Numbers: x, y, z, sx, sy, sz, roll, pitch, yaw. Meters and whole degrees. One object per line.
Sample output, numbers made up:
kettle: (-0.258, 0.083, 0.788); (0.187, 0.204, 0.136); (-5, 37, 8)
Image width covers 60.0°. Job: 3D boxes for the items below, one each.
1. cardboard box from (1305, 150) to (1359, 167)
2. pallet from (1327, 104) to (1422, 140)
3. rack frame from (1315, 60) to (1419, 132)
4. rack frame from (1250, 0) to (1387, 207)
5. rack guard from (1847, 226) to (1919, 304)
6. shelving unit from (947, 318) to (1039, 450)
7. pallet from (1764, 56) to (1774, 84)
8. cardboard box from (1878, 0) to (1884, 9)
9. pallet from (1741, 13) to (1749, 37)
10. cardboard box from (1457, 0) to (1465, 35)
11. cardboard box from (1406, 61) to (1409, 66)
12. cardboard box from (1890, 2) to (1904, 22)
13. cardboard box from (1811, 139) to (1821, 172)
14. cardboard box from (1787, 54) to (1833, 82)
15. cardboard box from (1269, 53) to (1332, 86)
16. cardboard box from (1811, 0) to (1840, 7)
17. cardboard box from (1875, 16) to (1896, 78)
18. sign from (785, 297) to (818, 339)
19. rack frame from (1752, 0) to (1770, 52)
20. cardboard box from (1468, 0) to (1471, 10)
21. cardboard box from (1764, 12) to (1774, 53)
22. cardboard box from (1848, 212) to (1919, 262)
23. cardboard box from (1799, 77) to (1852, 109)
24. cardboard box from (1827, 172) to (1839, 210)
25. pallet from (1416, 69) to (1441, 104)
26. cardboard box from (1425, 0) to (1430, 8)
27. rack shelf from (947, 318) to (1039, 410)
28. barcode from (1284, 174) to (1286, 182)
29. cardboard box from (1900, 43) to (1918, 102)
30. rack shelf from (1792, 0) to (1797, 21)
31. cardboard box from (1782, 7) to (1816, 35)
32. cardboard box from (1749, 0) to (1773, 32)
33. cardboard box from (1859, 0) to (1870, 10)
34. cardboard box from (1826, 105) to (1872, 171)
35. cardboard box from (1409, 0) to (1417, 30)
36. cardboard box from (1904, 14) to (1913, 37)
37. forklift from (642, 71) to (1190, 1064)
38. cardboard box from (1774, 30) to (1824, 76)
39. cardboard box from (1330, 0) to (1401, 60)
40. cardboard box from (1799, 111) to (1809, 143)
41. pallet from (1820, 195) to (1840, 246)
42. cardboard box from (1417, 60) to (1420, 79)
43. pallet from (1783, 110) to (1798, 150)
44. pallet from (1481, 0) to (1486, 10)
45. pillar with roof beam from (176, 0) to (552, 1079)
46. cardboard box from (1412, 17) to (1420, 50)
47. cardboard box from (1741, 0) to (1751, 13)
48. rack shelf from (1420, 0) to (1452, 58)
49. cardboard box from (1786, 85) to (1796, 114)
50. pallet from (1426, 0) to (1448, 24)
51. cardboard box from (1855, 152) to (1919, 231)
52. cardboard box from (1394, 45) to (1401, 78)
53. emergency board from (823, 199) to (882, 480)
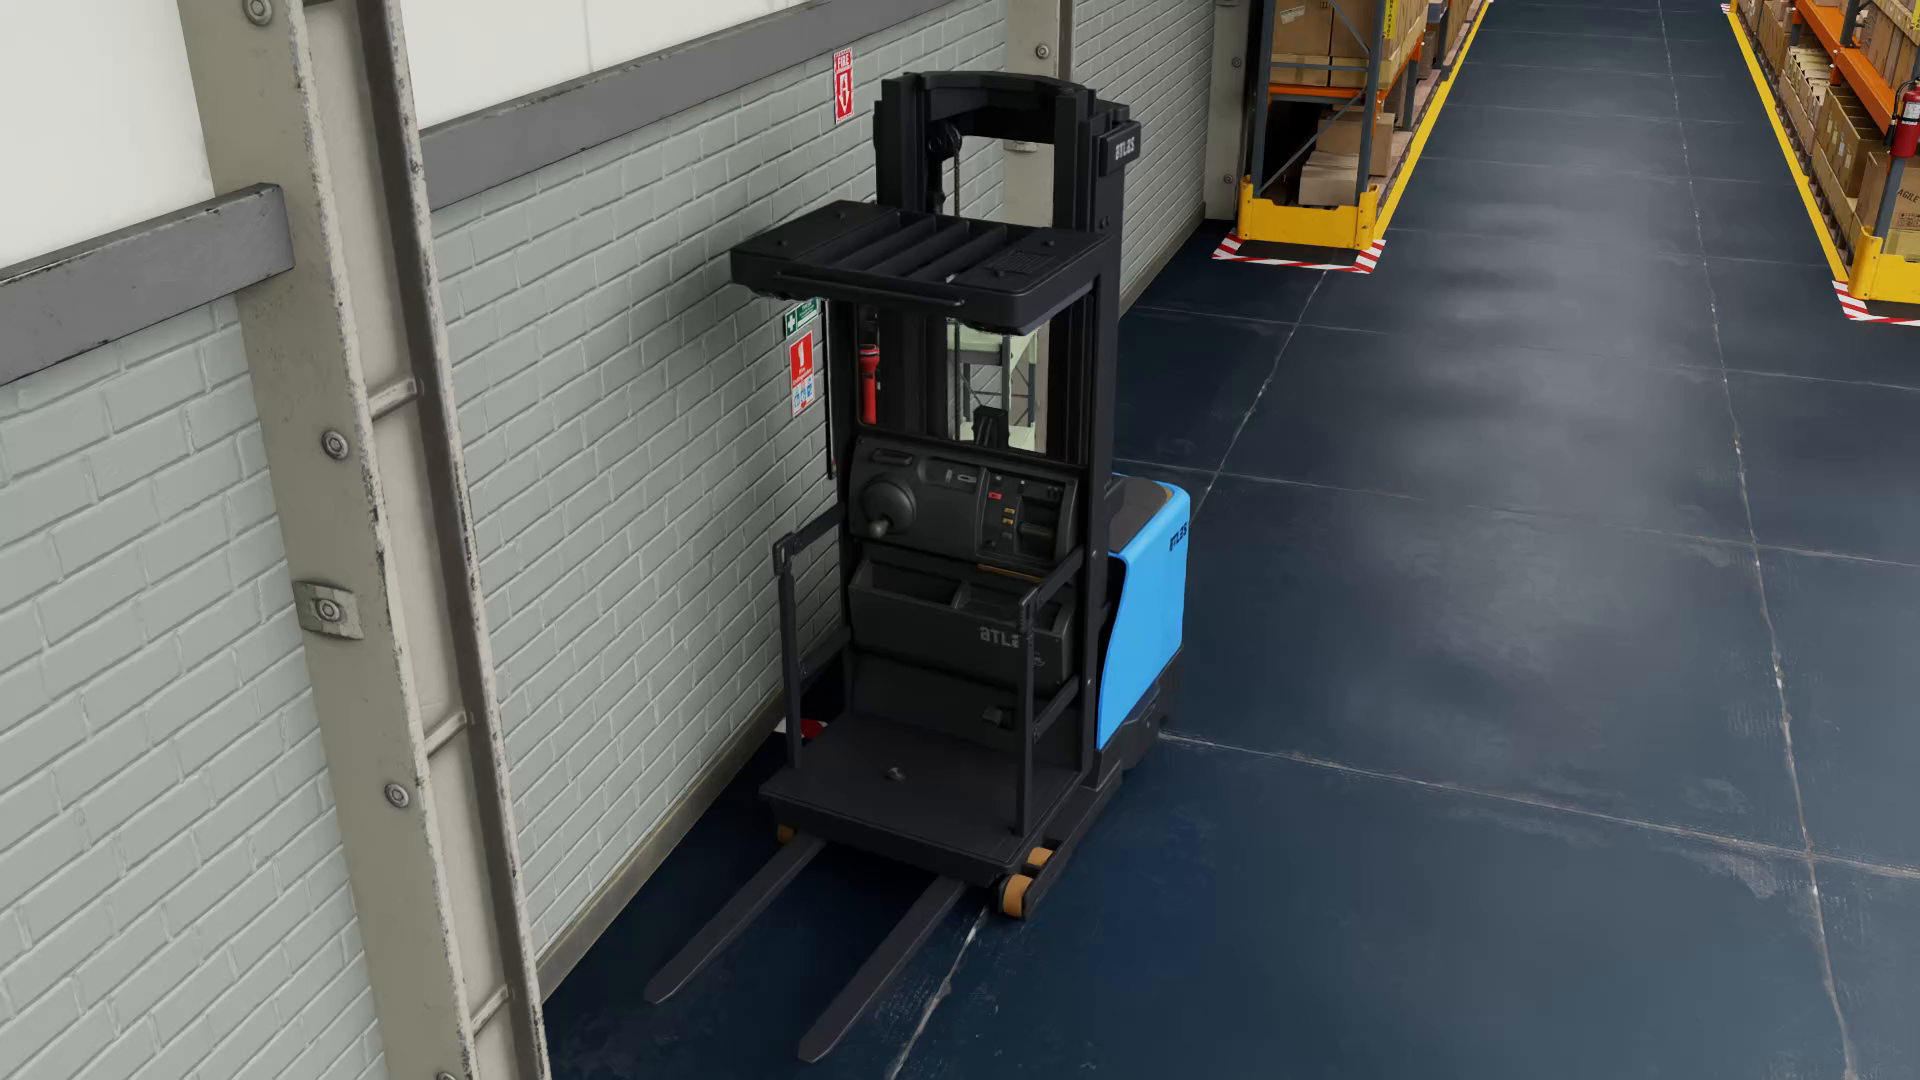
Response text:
cardboard box: (3.535, -3.480, 15.575); (0.500, 0.311, 0.500); (11, 28, 22)
pallet: (4.619, -4.695, 18.705); (1.003, 0.211, 1.213); (9, 27, 17)
rack frame: (4.361, -5.630, 17.436); (1.000, 3.000, 0.127); (9, 27, 17)
rack frame: (3.030, -3.986, 14.041); (1.000, 3.000, 0.127); (9, 27, 17)
rack guard: (7.694, -2.135, 13.085); (1.175, 0.500, 0.348); (9, 27, 17)
shelving unit: (0.136, -0.647, 8.866); (0.431, 1.500, 0.755); (6, 26, 12)
pallet: (11.056, -6.103, 21.613); (1.003, 0.211, 1.213); (9, 27, 17)
cardboard box: (8.508, -4.850, 14.967); (0.380, 0.149, 0.250); (8, 27, 17)
pallet: (12.329, -7.731, 24.975); (1.003, 0.211, 1.213); (9, 27, 17)
cardboard box: (6.636, -7.487, 23.257); (0.750, 0.750, 0.750); (10, 27, 19)
cardboard box: (4.715, -5.228, 18.968); (0.700, 0.500, 0.500); (8, 27, 16)
cardboard box: (8.249, -4.531, 14.307); (0.380, 0.149, 0.250); (9, 27, 17)
cardboard box: (8.593, -3.718, 16.161); (0.500, 0.250, 0.500); (9, 27, 17)
cardboard box: (9.746, -5.371, 18.931); (0.500, 0.311, 0.500); (8, 27, 16)
cardboard box: (3.002, -4.148, 14.524); (0.500, 0.250, 0.500); (9, 27, 18)
cardboard box: (9.884, -6.177, 18.669); (0.500, 0.311, 0.500); (8, 27, 17)
cardboard box: (8.552, -4.352, 14.681); (0.700, 0.500, 0.500); (9, 27, 18)
sign: (-0.679, -0.967, 7.155); (0.001, 0.109, 0.331); (9, 27, 17)
rack frame: (11.696, -8.201, 22.746); (1.000, 3.000, 0.127); (9, 27, 17)
cardboard box: (7.539, -8.480, 25.709); (0.700, 0.500, 0.500); (8, 27, 17)
cardboard box: (10.964, -6.685, 21.979); (0.500, 0.500, 0.500); (9, 27, 18)
cardboard box: (7.602, -2.484, 13.612); (0.500, 0.250, 0.500); (9, 27, 17)
cardboard box: (9.233, -4.745, 17.637); (0.500, 0.311, 0.500); (9, 27, 17)
cardboard box: (8.090, -3.102, 14.889); (0.500, 0.250, 0.500); (9, 27, 17)
pallet: (5.430, -5.698, 20.776); (1.003, 0.211, 1.213); (9, 27, 17)
cardboard box: (4.495, -5.670, 16.807); (0.500, 0.500, 0.500); (9, 27, 17)
rack shelf: (0.136, -0.999, 8.696); (0.431, 0.370, 0.720); (6, 26, 12)
barcode: (2.974, -3.315, 15.225); (0.001, 0.075, 0.075); (9, 27, 17)
cardboard box: (8.040, -3.721, 13.378); (0.700, 0.500, 0.500); (9, 27, 19)
rack shelf: (11.030, -7.055, 21.205); (1.077, 0.370, 4.000); (9, 27, 17)
cardboard box: (10.469, -6.410, 20.549); (0.500, 0.250, 0.500); (10, 28, 19)
cardboard box: (11.618, -7.549, 23.763); (0.500, 0.500, 0.500); (9, 27, 17)
cardboard box: (9.480, -5.488, 17.028); (0.500, 0.500, 0.500); (11, 28, 21)
cardboard box: (8.251, -3.646, 15.151); (0.500, 0.500, 0.500); (9, 27, 17)
cardboard box: (3.984, -5.045, 15.516); (0.500, 0.500, 0.500); (10, 27, 19)
cardboard box: (7.993, -4.215, 13.654); (0.380, 0.149, 0.250); (10, 27, 19)
forklift: (-0.091, -0.107, 6.108); (1.130, 2.935, 3.031); (12, 28, 24)
cardboard box: (10.454, -6.048, 20.664); (0.500, 0.500, 0.500); (10, 28, 19)
cardboard box: (3.472, -4.418, 14.221); (0.500, 0.500, 0.500); (9, 27, 18)
cardboard box: (9.068, -4.285, 17.331); (0.500, 0.250, 0.500); (8, 27, 17)
pallet: (8.325, -2.834, 14.862); (1.003, 0.211, 1.213); (9, 27, 17)
cardboard box: (5.220, -5.849, 20.251); (0.700, 0.500, 0.500); (9, 27, 17)
pallet: (9.646, -4.470, 18.239); (1.003, 0.211, 1.213); (9, 27, 17)
pallet: (8.162, -8.966, 27.527); (1.003, 0.211, 1.213); (9, 27, 17)
pillar with roof beam: (2.513, -1.544, 2.113); (9.100, 9.000, 0.400); (9, 27, 17)
cardboard box: (4.163, -4.921, 16.120); (0.500, 0.250, 0.500); (9, 27, 17)
cardboard box: (12.245, -8.212, 25.419); (0.500, 0.250, 0.500); (9, 27, 17)
rack shelf: (5.026, -6.128, 19.290); (1.077, 0.370, 4.000); (9, 27, 17)
cardboard box: (9.580, -4.915, 18.632); (0.500, 0.250, 0.500); (8, 27, 16)
pallet: (4.752, -5.837, 18.083); (1.003, 0.211, 1.213); (9, 27, 17)
cardboard box: (7.600, -2.822, 13.449); (0.500, 0.500, 0.500); (9, 27, 17)
cardboard box: (3.651, -4.298, 14.834); (0.500, 0.250, 0.500); (8, 27, 16)
emergency board: (-0.408, -0.924, 7.716); (0.194, 1.169, 0.643); (9, 27, 17)
